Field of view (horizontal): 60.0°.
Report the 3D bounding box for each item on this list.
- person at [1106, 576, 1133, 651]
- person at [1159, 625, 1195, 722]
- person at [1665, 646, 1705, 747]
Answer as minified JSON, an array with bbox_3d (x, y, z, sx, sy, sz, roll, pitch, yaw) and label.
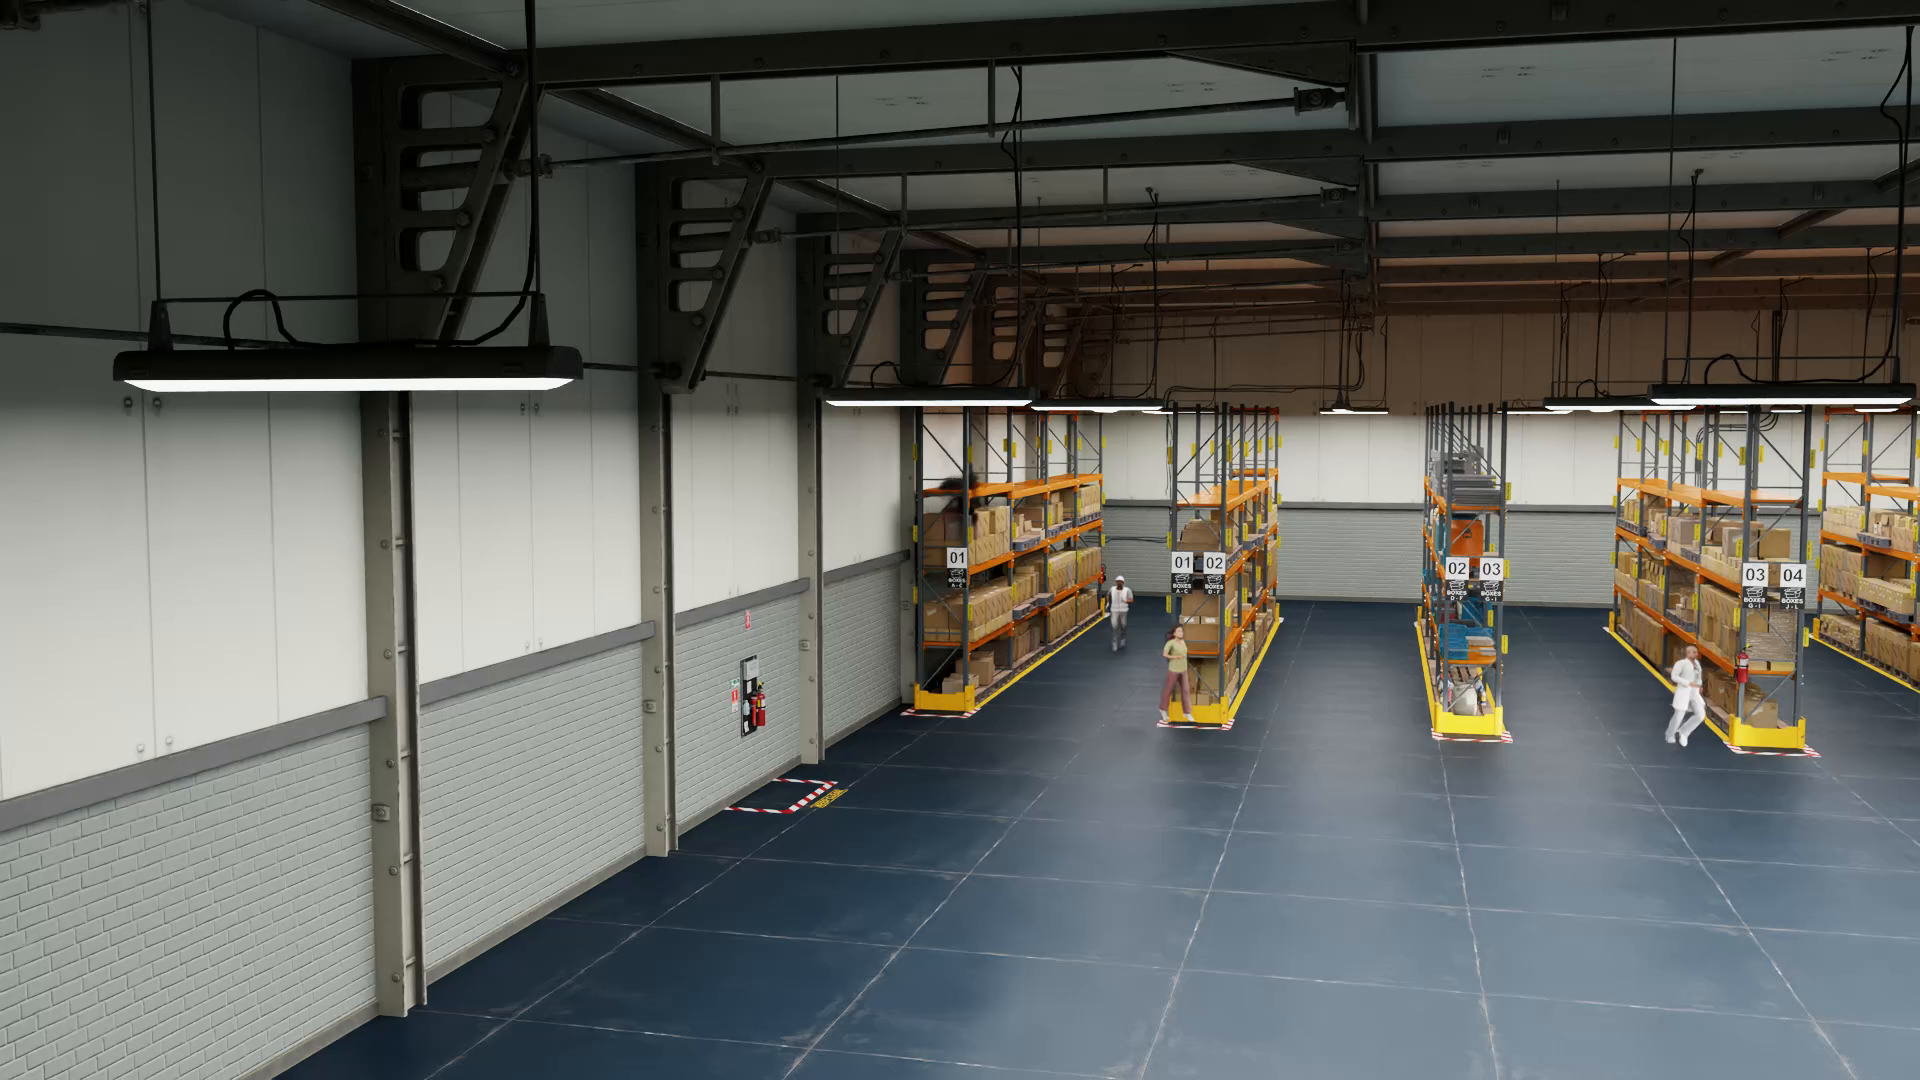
[{"bbox_3d":[3.923,1.780,40.918,0.680,1.797,0.932,1,4,8],"label":"person"},{"bbox_3d":[3.902,2.389,29.868,0.585,1.718,0.817,-3,5,-31],"label":"person"},{"bbox_3d":[12.696,2.724,28.997,0.790,1.736,0.710,-1,4,-16],"label":"person"}]
